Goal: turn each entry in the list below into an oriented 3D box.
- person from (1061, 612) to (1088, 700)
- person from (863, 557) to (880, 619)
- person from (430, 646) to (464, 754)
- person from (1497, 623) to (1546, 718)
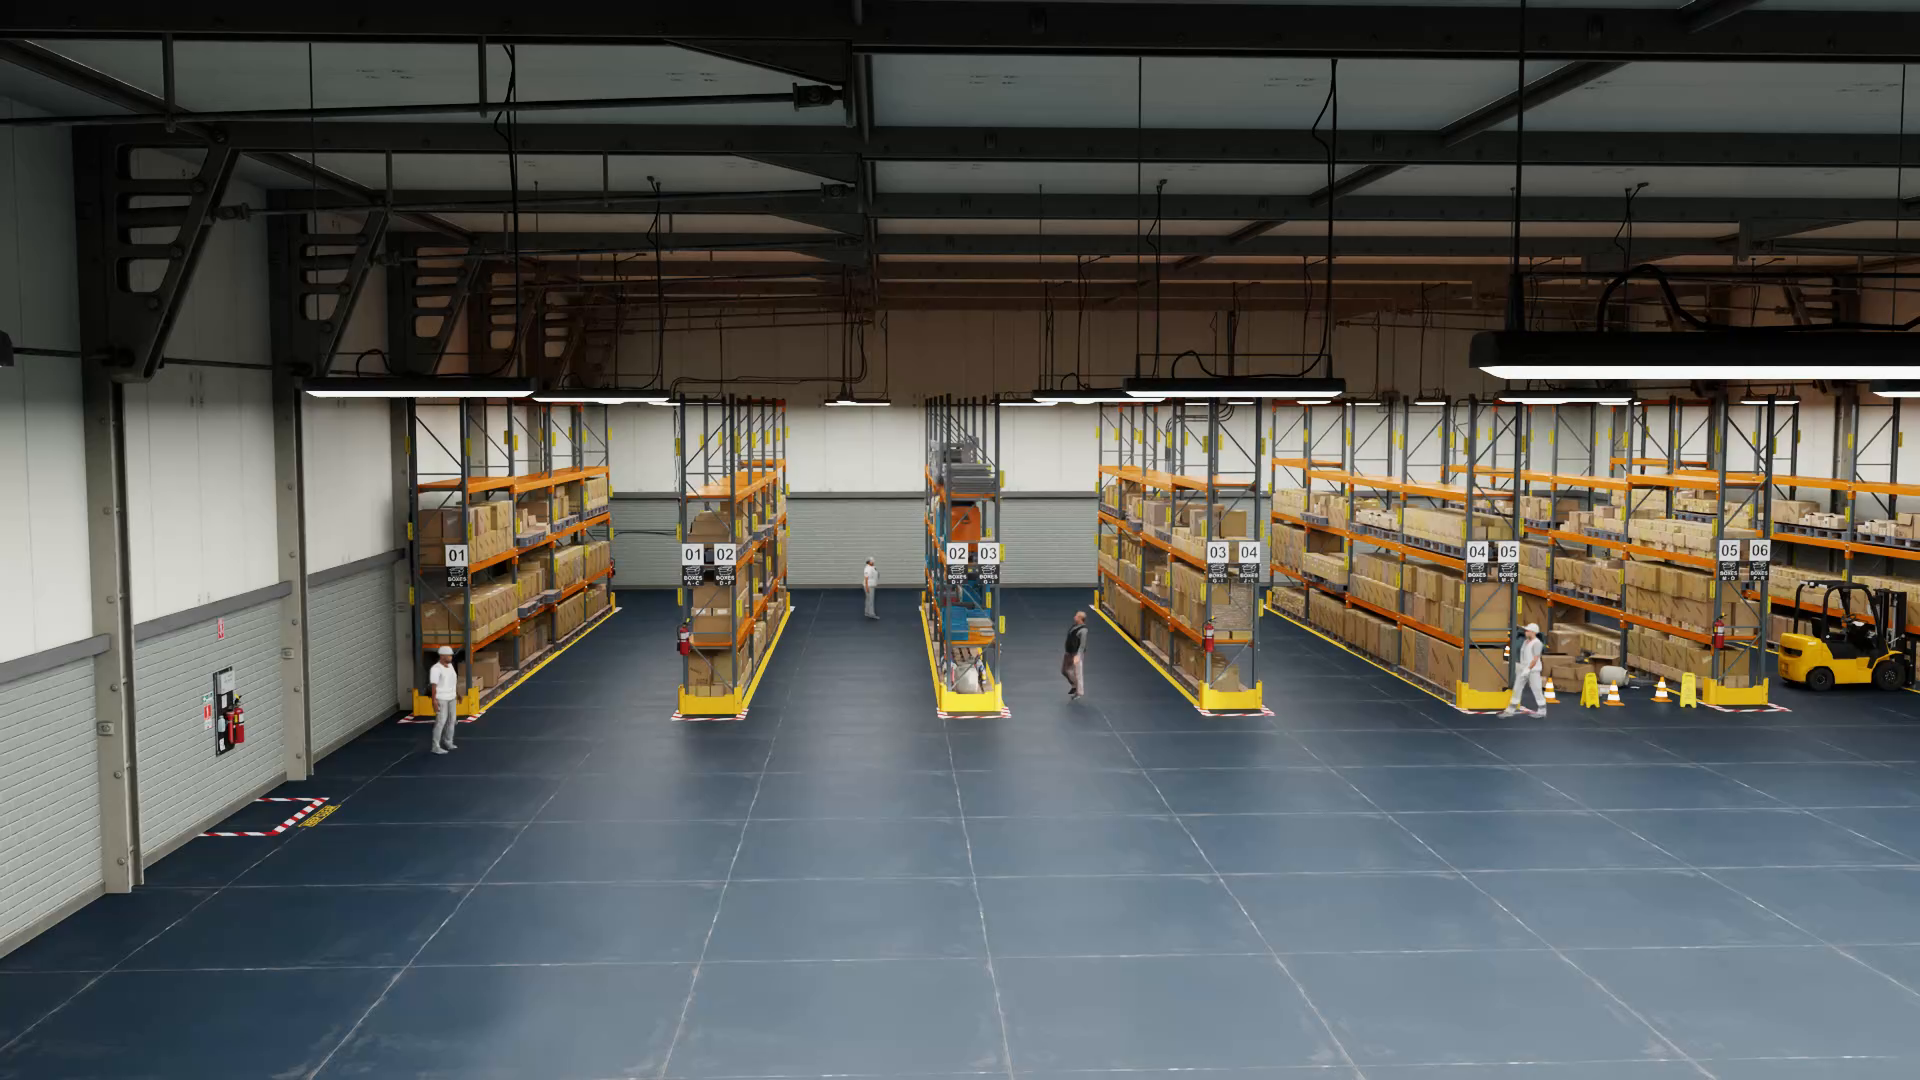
[{"bbox_3d":[2.267,2.258,32.801,0.460,1.710,0.635,-3,5,-30],"label":"person"},{"bbox_3d":[-2.398,1.299,45.618,0.512,1.688,0.514,1,5,16],"label":"person"},{"bbox_3d":[-8.612,2.656,27.877,0.376,1.778,0.646,2,5,21],"label":"person"},{"bbox_3d":[10.400,2.409,30.569,0.864,1.763,0.548,-1,5,-17],"label":"person"}]
